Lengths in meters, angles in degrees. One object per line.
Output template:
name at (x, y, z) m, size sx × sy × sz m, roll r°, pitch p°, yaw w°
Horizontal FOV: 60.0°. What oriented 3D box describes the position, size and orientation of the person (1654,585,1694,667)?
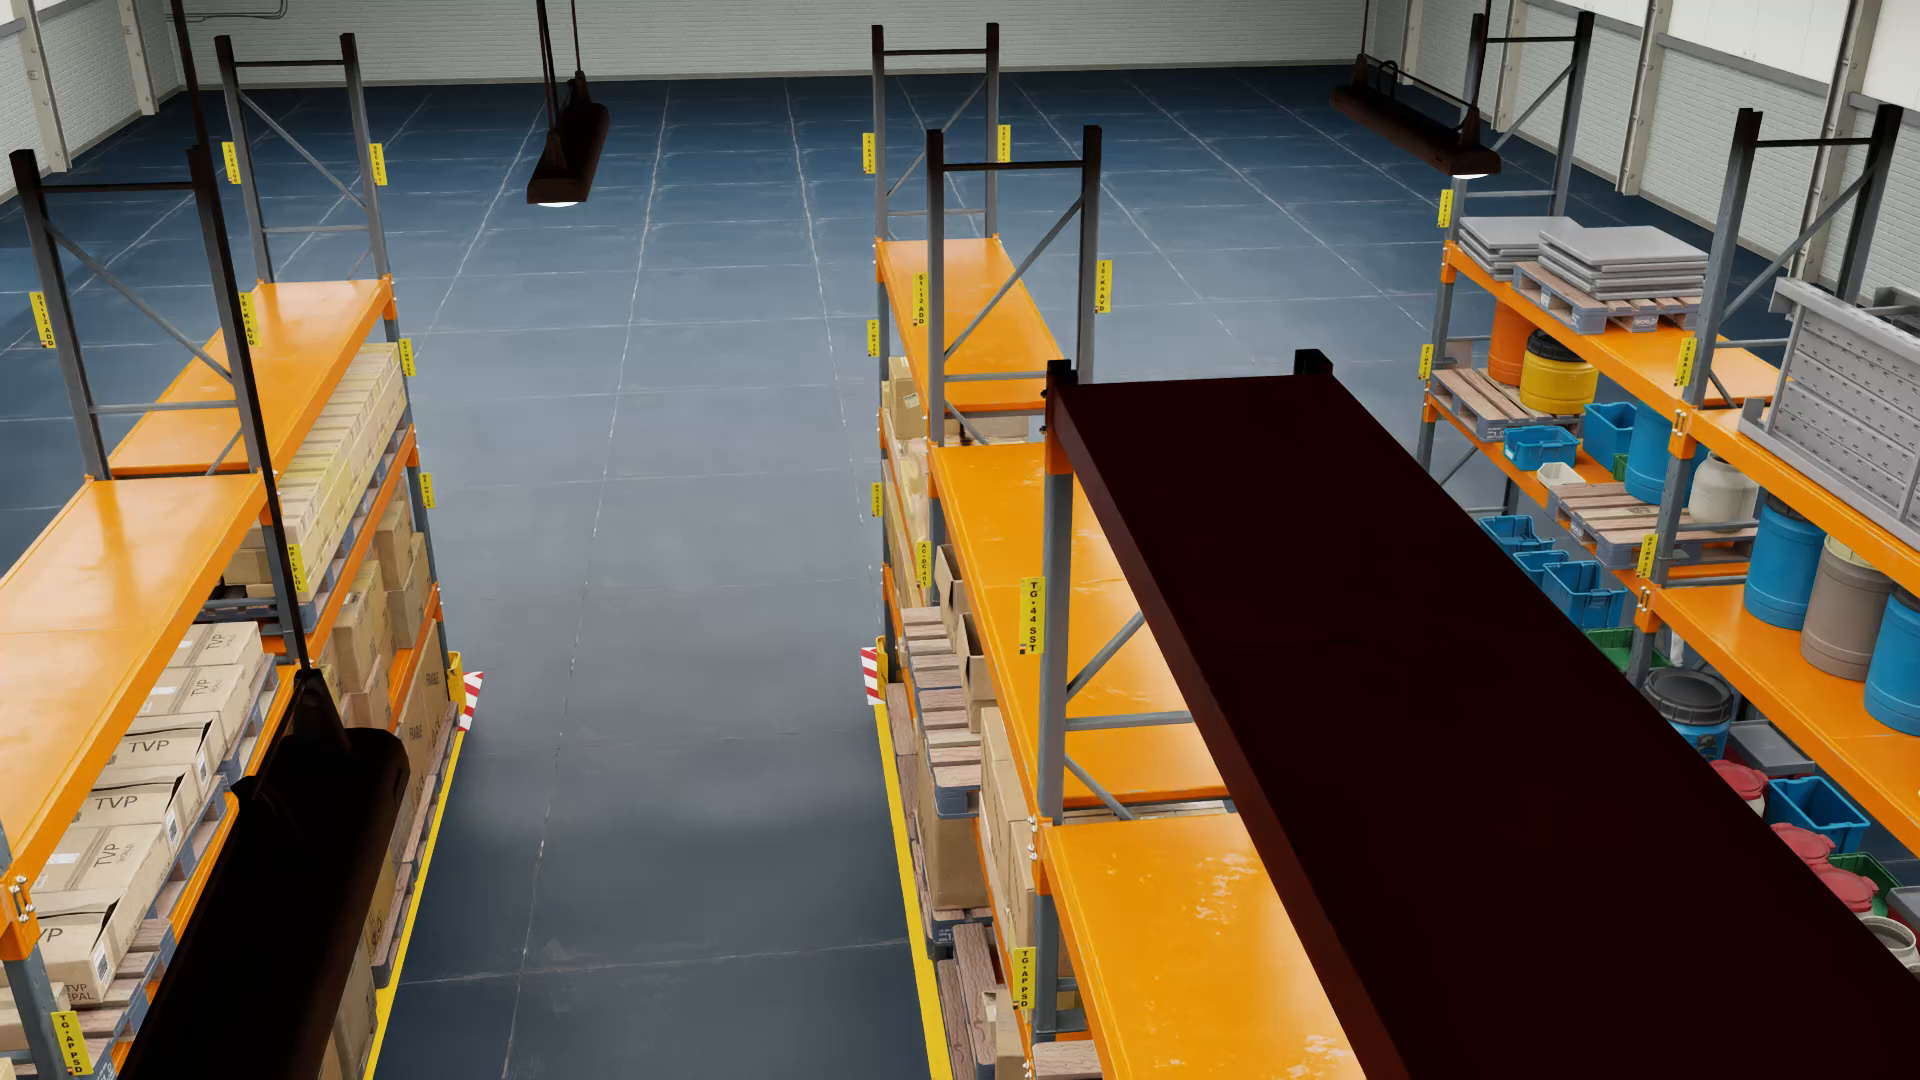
person at (6.678, 0.532, 15.592) m, size 0.500 × 1.585 × 0.709 m, roll -1°, pitch 26°, yaw -2°
